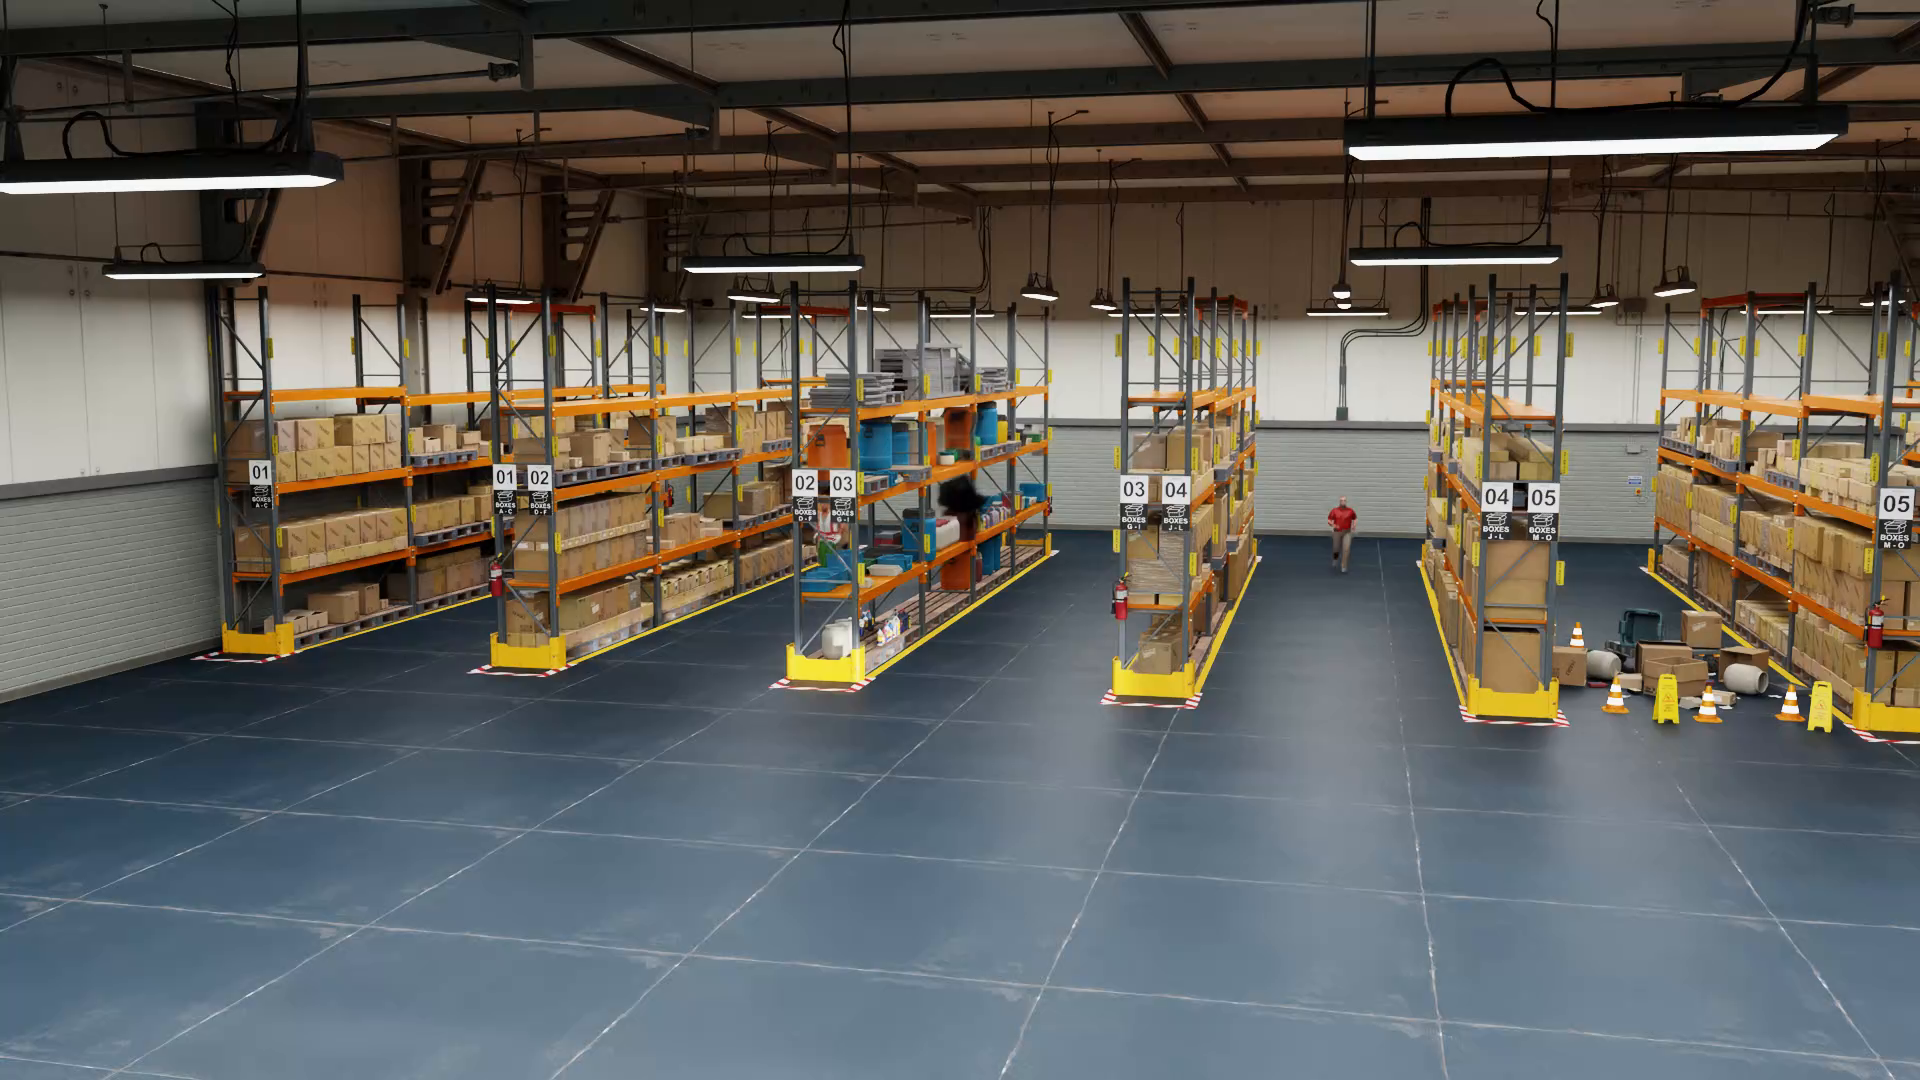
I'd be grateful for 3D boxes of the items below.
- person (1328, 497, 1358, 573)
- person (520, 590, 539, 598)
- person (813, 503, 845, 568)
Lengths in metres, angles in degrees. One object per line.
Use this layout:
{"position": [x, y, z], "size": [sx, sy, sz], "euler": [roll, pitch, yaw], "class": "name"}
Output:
{"position": [8.617, -0.136, 37.450], "size": [0.674, 1.682, 0.782], "euler": [1, 7, 7], "class": "person"}
{"position": [-7.632, 0.738, 29.633], "size": [0.715, 1.740, 0.633], "euler": [1, 7, 13], "class": "person"}
{"position": [-2.616, 0.035, 33.215], "size": [0.655, 1.776, 0.678], "euler": [2, 7, 18], "class": "person"}
